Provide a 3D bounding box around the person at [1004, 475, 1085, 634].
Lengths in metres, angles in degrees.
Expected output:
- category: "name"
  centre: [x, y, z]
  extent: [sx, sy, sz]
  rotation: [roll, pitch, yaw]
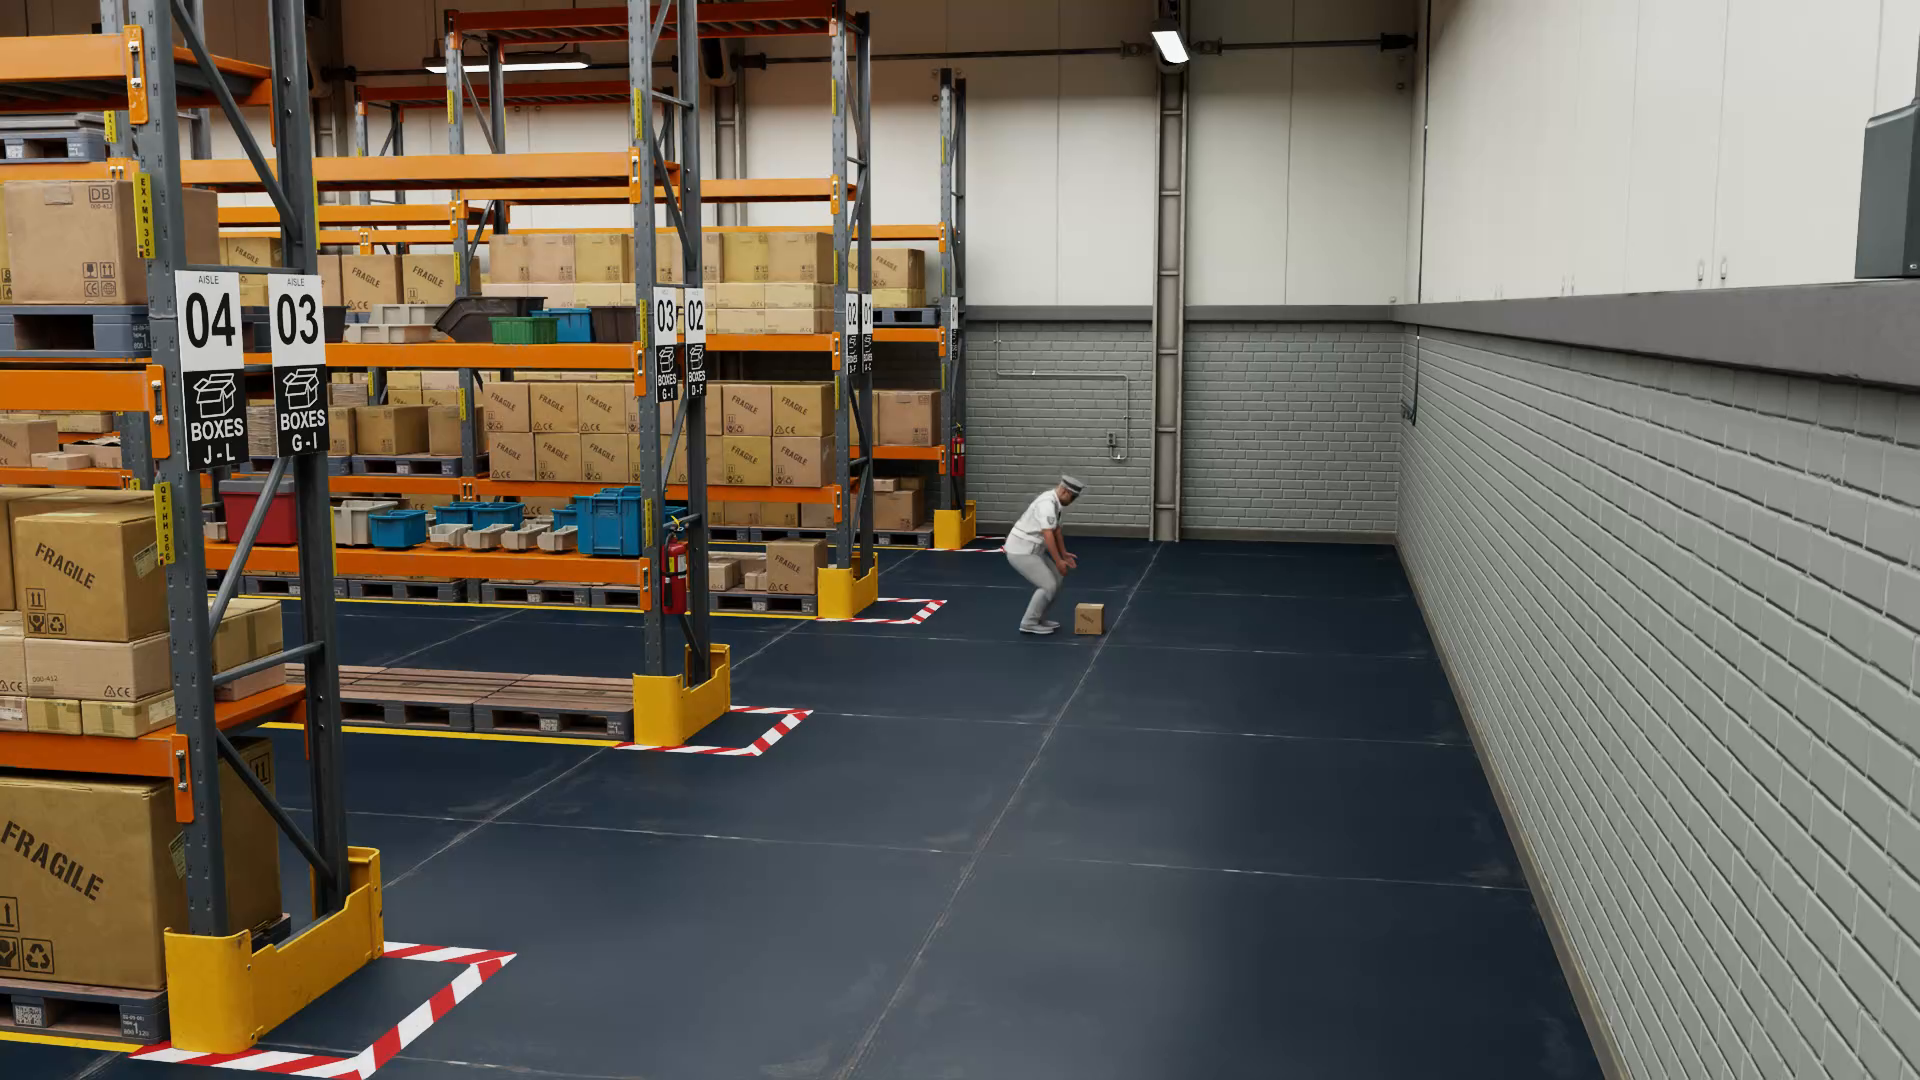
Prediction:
- category: "person"
  centre: [0.814, 0.125, 15.852]
  extent: [0.743, 1.496, 0.588]
  rotation: [2, 8, 11]
